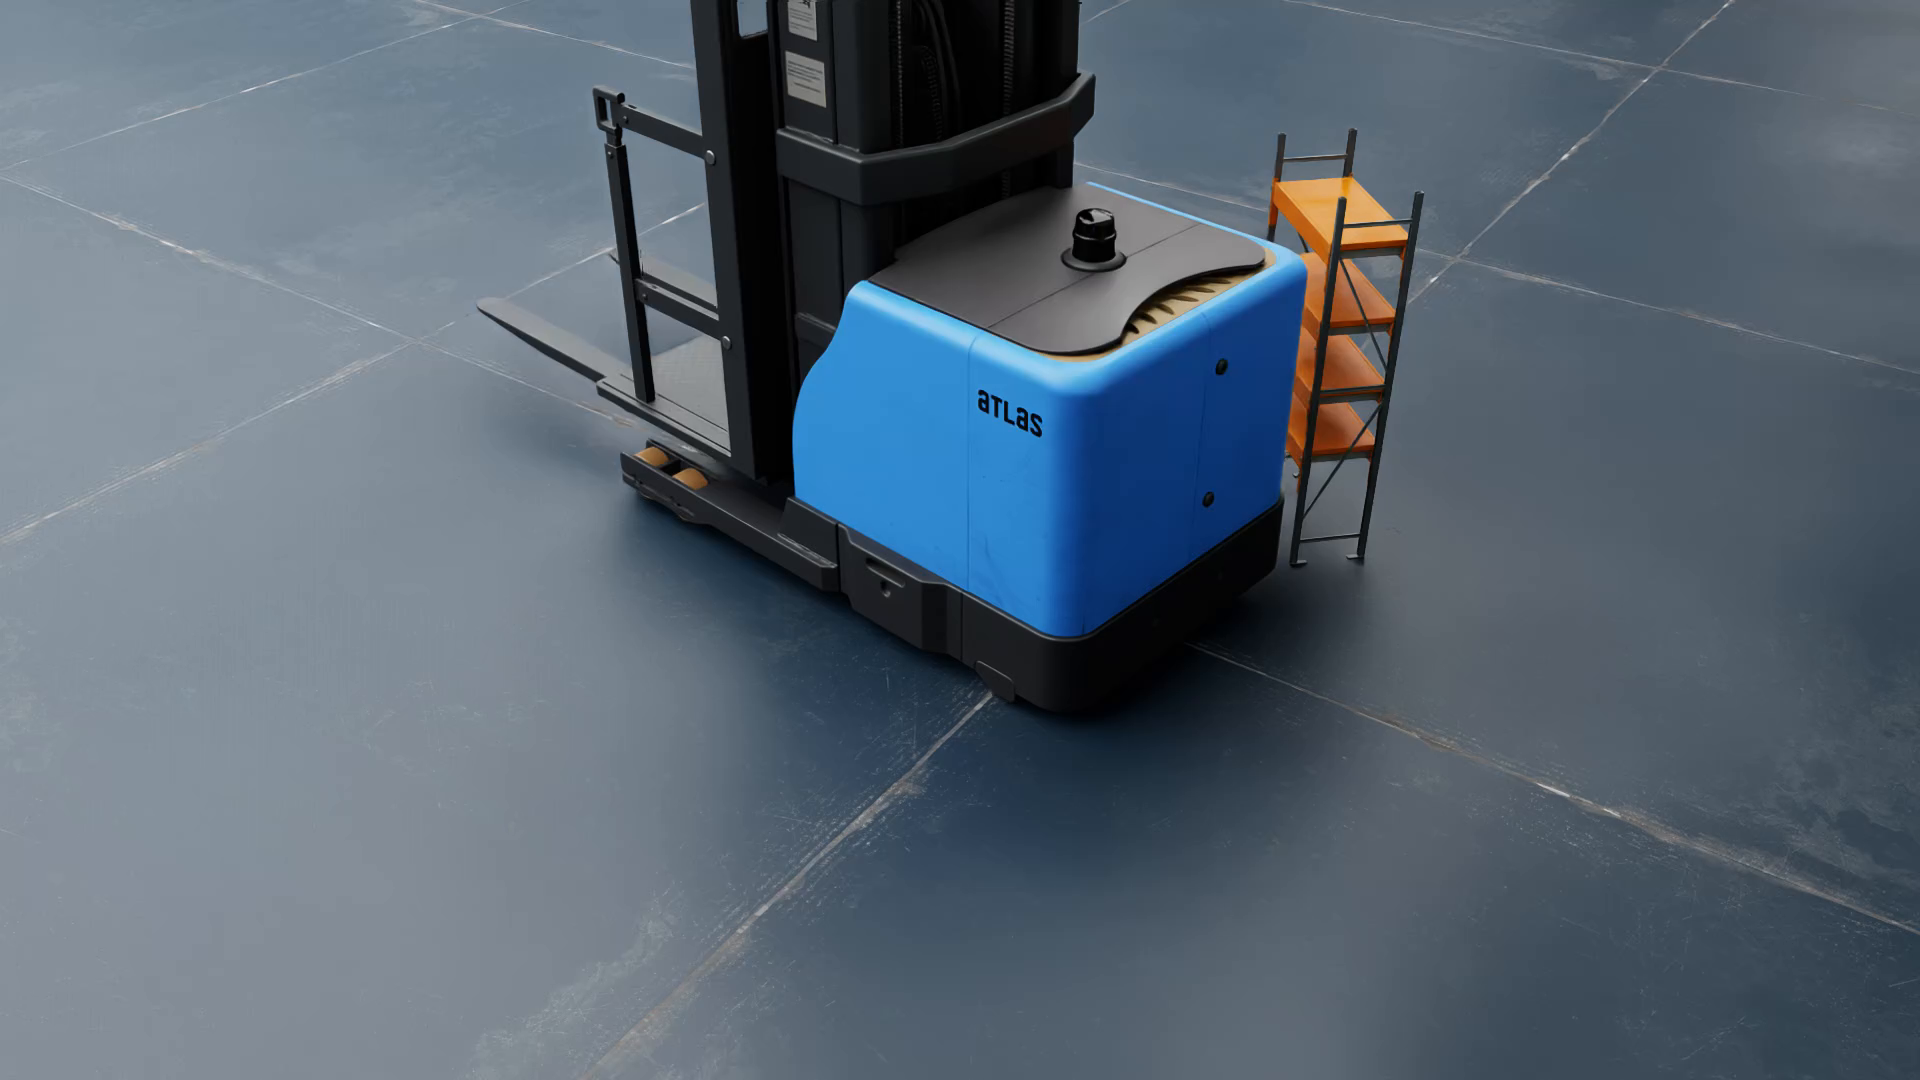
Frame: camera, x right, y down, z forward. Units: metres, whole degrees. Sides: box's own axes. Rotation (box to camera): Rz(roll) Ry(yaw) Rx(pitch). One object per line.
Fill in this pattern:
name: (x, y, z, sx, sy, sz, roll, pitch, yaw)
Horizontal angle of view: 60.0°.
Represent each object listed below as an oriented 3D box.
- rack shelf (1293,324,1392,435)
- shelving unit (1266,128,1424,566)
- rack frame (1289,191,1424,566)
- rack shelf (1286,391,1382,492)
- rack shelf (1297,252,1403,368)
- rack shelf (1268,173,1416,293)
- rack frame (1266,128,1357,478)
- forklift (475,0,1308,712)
rack shelf: (1.093, -0.513, 5.057, 0.258, 0.148, 0.480, -6, 34, -8)
shelving unit: (1.093, -0.568, 5.019, 0.258, 1.200, 0.503, -6, 34, -8)
rack frame: (1.136, -0.434, 4.820, 0.240, 1.200, 0.015, -6, 34, -8)
rack shelf: (1.093, -0.348, 5.168, 0.258, 0.148, 0.480, -6, 34, -8)
rack shelf: (1.093, -0.698, 4.932, 0.258, 0.148, 0.480, -6, 34, -8)
rack shelf: (1.093, -0.894, 4.799, 0.258, 0.148, 0.480, -6, 34, -8)
rack frame: (1.051, -0.703, 5.218, 0.240, 1.200, 0.015, -6, 34, -8)
forklift: (-0.463, -1.464, 4.798, 3.031, 2.935, 1.130, 28, 43, 35)
